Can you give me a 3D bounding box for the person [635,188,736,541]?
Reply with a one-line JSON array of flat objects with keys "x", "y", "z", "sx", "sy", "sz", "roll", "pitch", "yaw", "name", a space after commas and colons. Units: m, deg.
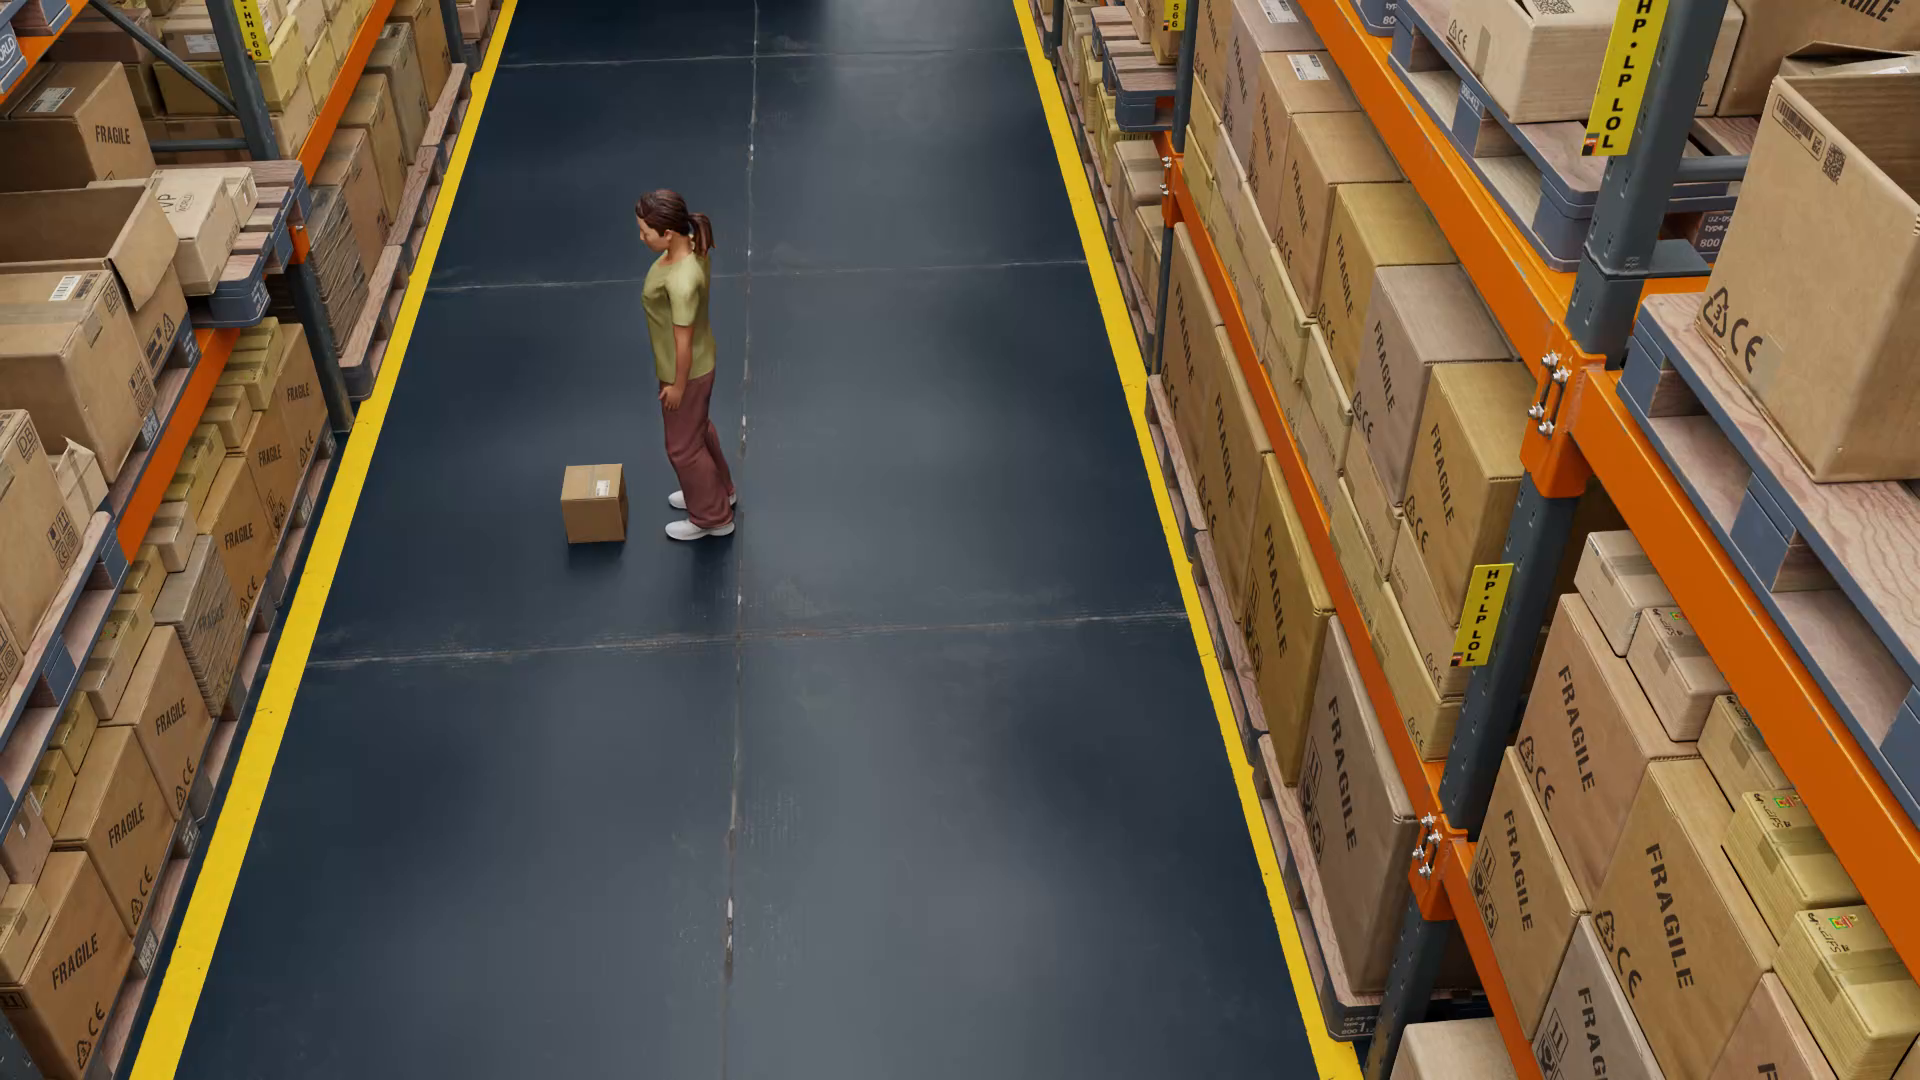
[{"x": -1.153, "y": -0.729, "z": 7.055, "sx": 0.363, "sy": 1.672, "sz": 0.445, "roll": -2, "pitch": 39, "yaw": -3, "name": "person"}]
